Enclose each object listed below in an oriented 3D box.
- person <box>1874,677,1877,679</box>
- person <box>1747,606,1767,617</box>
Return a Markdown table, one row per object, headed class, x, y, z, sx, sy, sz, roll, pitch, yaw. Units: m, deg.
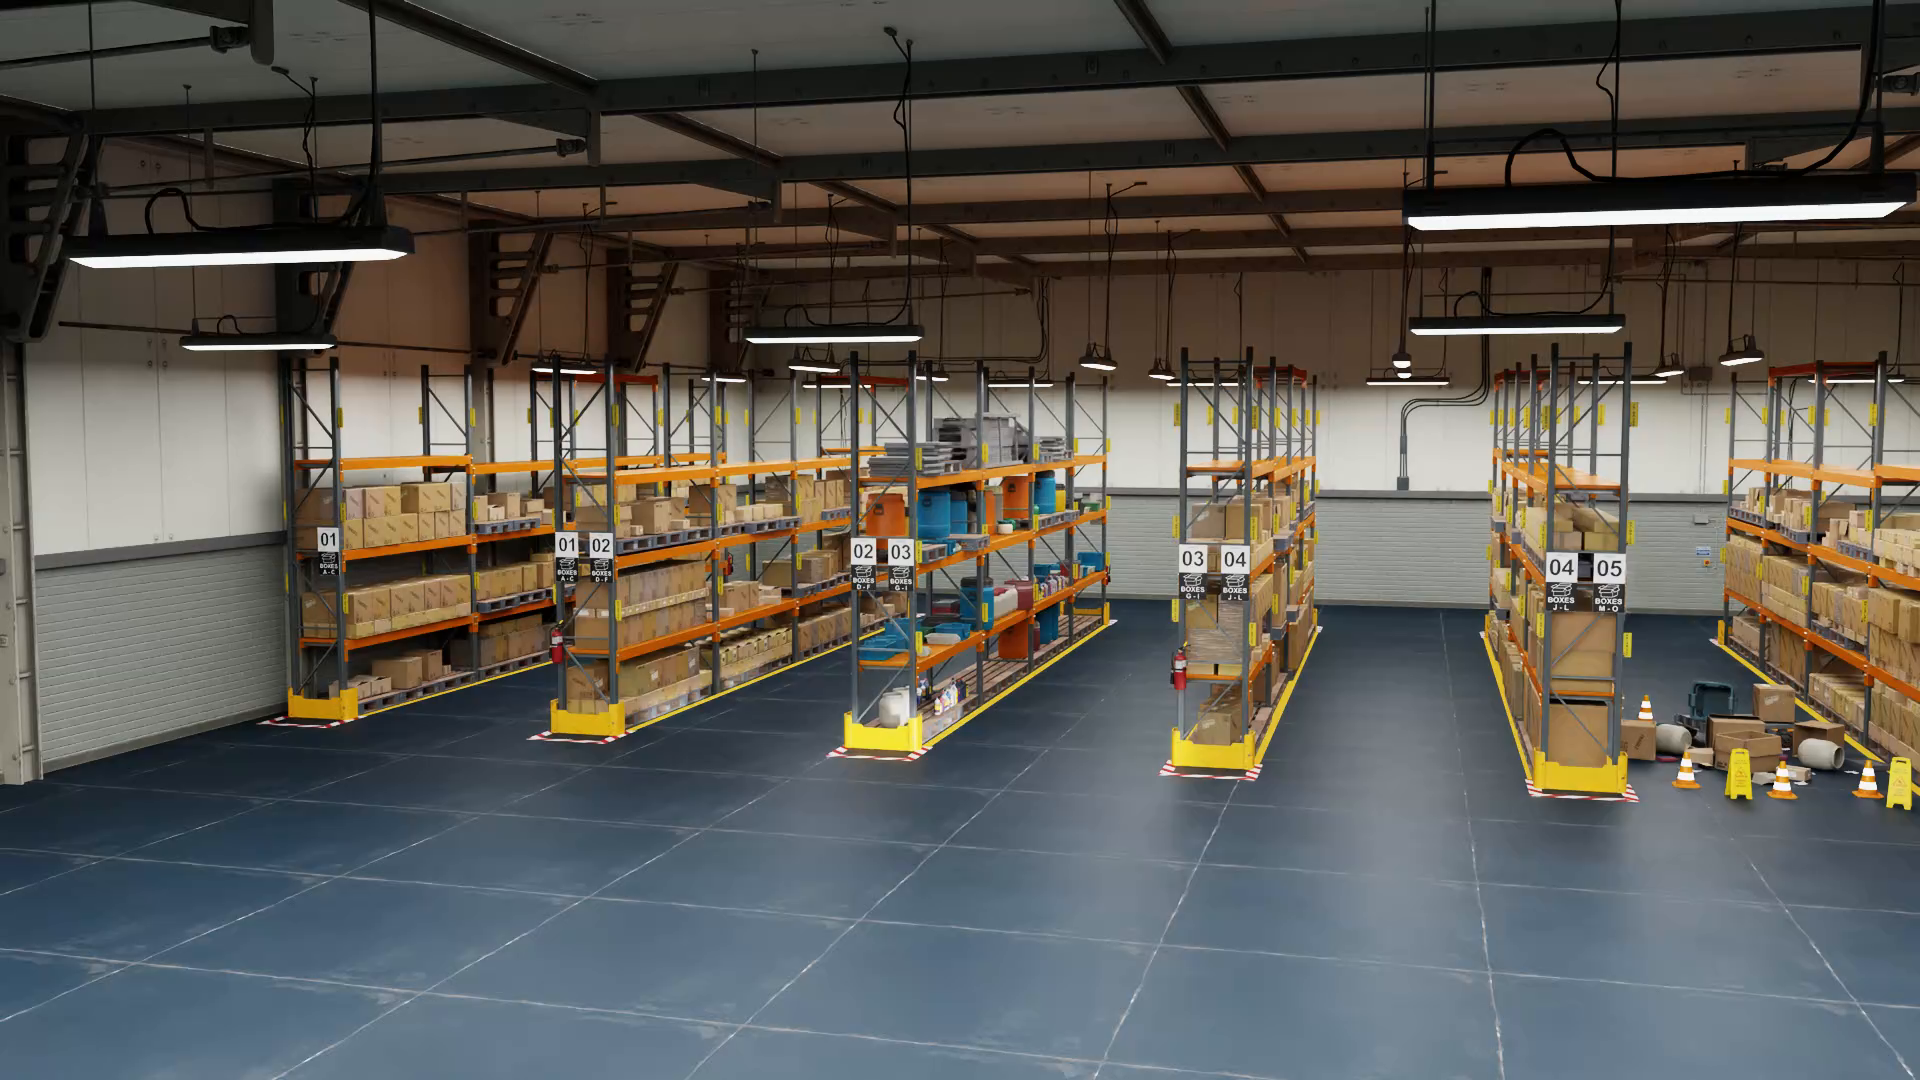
| class | x | y | z | sx | sy | sz | roll | pitch | yaw |
| --- | --- | --- | --- | --- | --- | --- | --- | --- | --- |
| person | 17.529 | 1.829 | 31.331 | 0.653 | 1.767 | 0.965 | 1 | 4 | 11 |
| person | 18.459 | 1.327 | 38.252 | 0.867 | 1.776 | 0.632 | 0 | 4 | 0 |
